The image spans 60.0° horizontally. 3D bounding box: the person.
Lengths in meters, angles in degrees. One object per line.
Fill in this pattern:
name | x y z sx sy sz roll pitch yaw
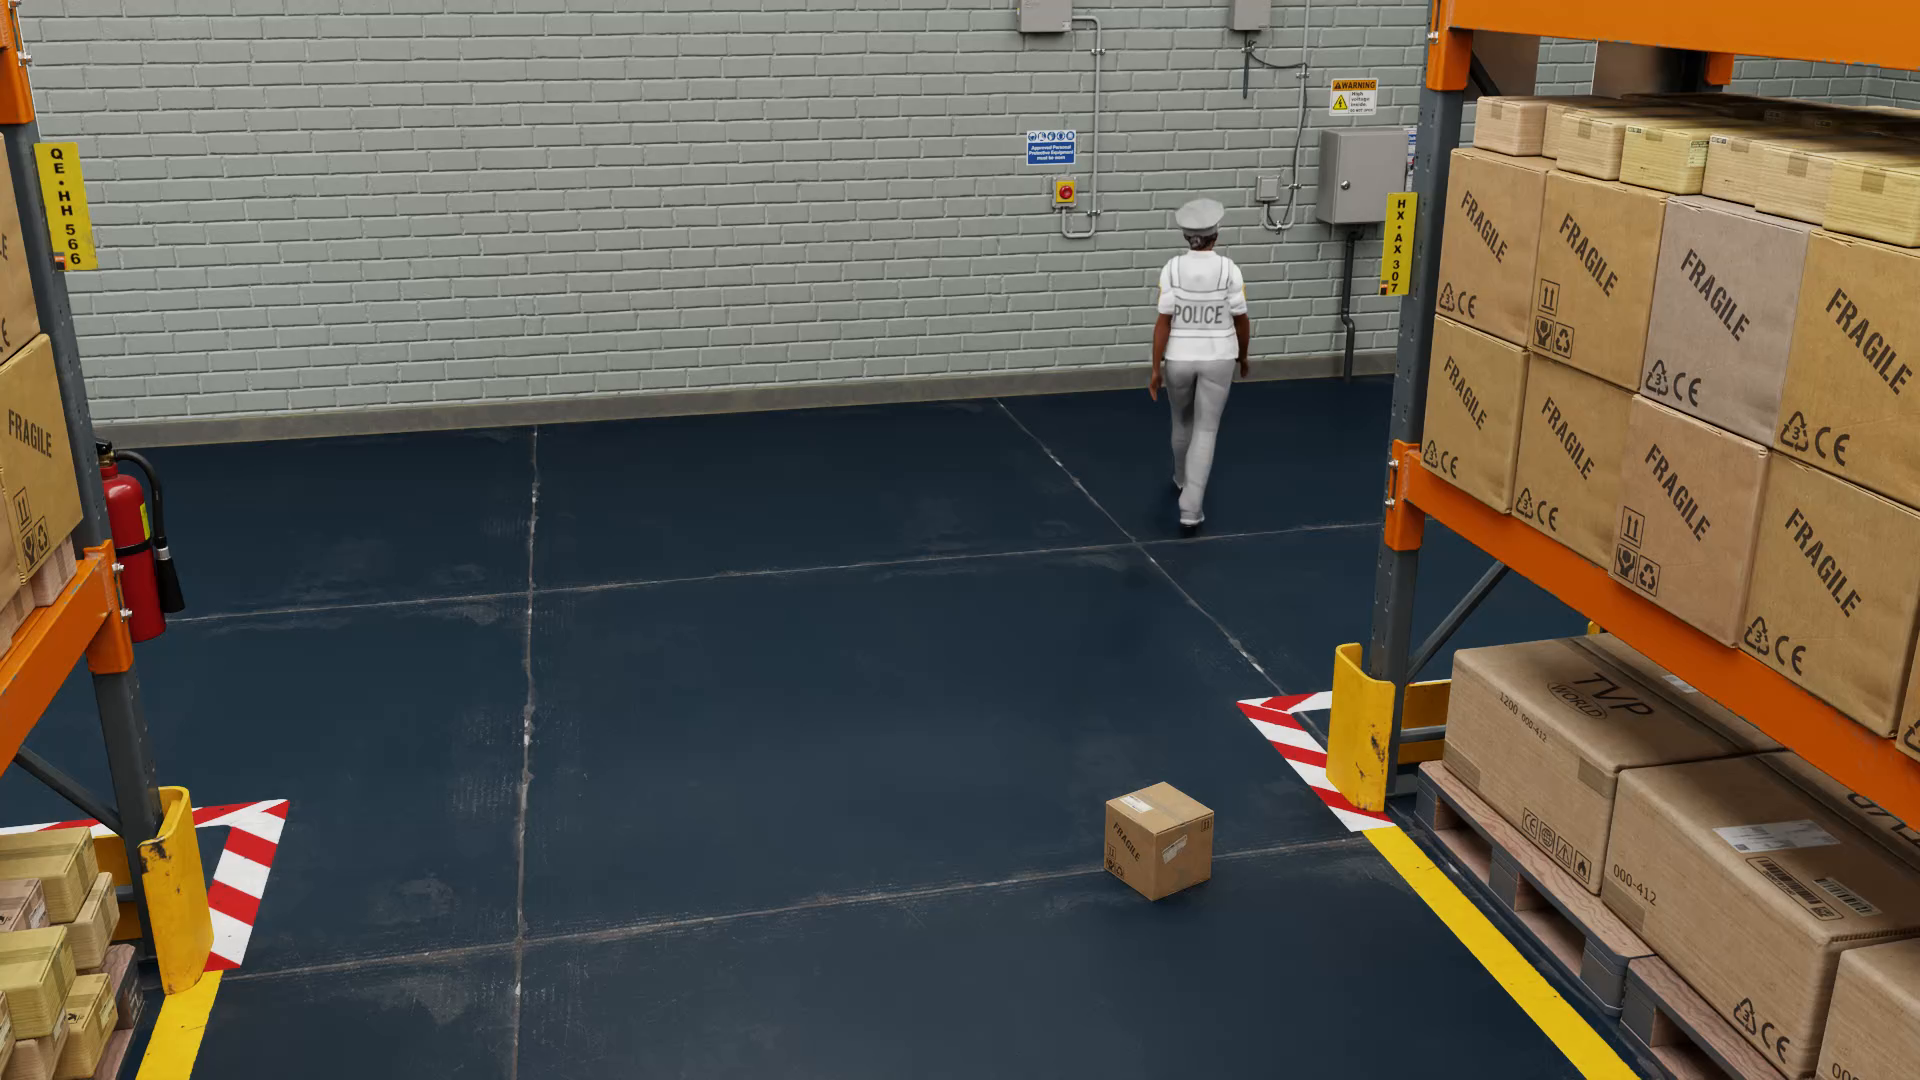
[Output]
person | 1.263 -0.962 8.678 0.477 1.630 0.980 6 20 15
